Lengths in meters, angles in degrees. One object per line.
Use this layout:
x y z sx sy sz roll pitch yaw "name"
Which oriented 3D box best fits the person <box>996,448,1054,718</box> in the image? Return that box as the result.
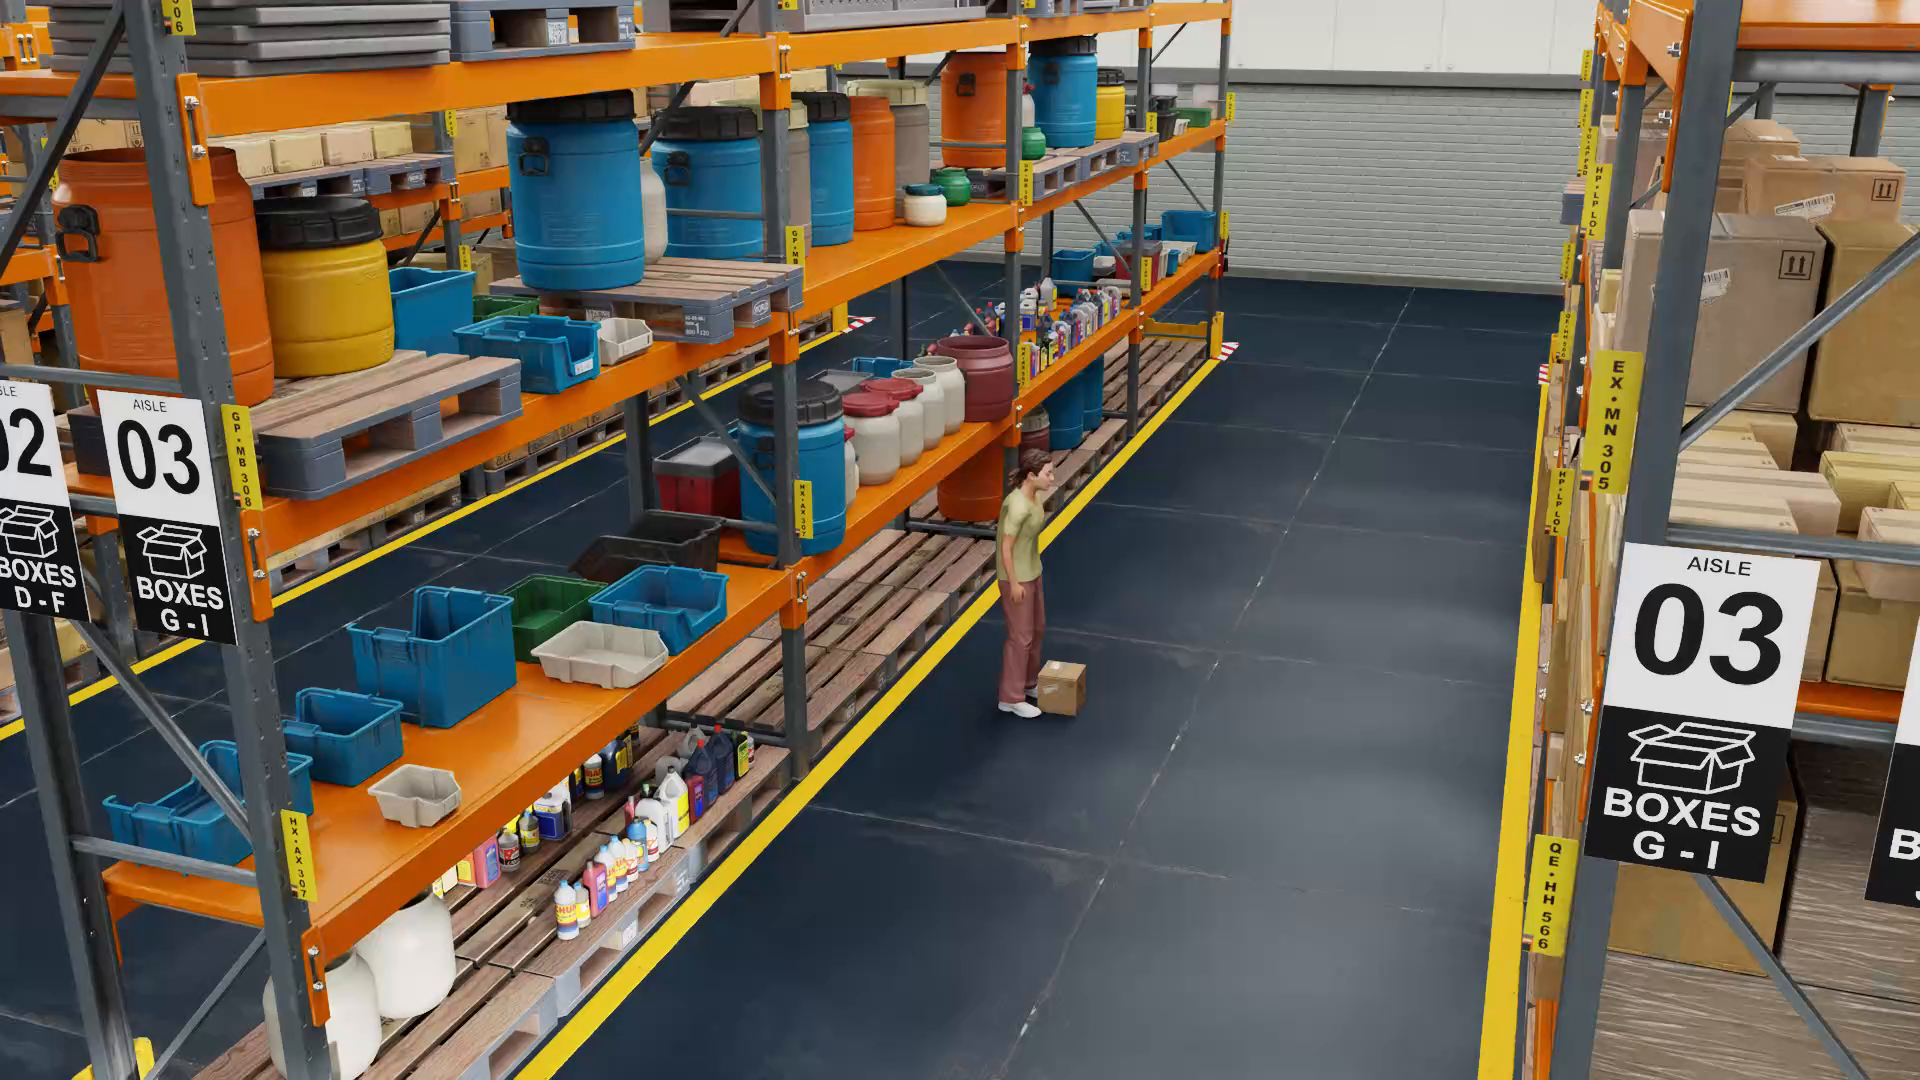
0.408 0.239 10.359 0.354 1.673 0.499 6 20 18 "person"
